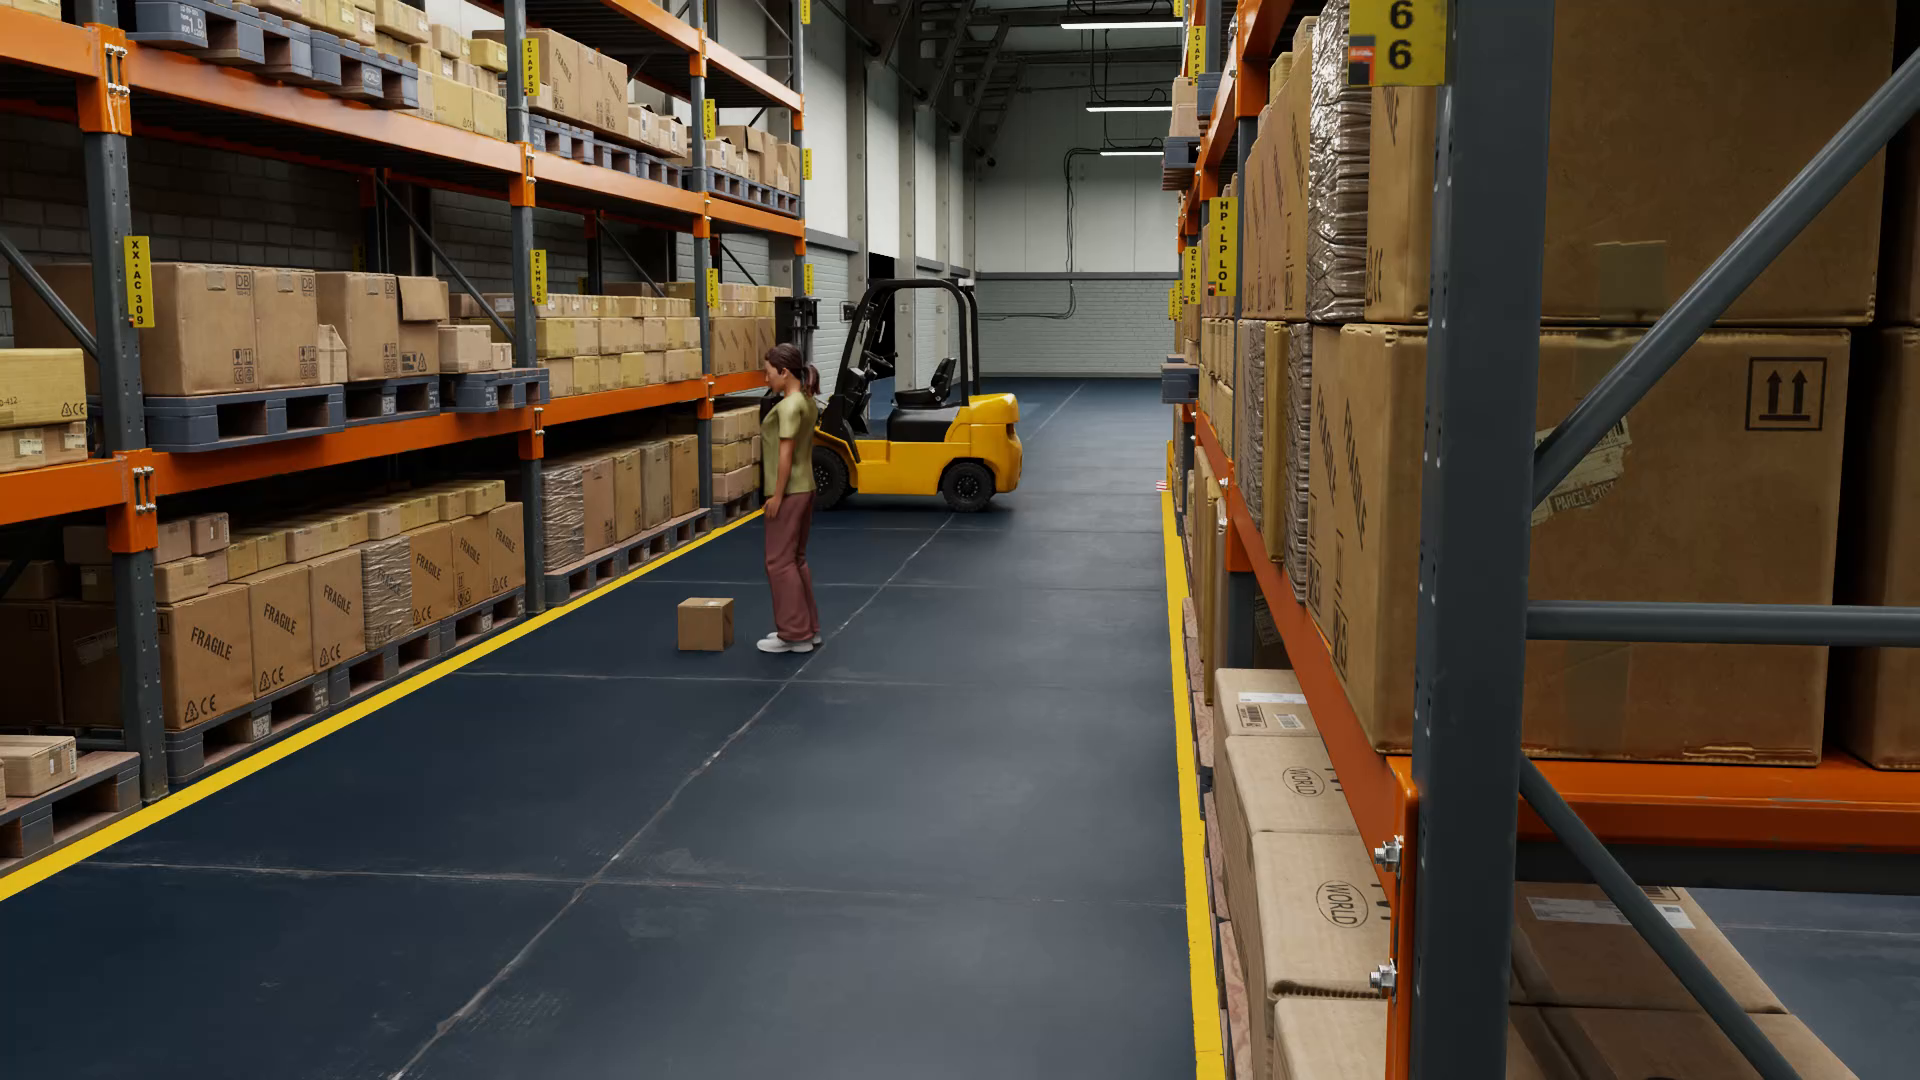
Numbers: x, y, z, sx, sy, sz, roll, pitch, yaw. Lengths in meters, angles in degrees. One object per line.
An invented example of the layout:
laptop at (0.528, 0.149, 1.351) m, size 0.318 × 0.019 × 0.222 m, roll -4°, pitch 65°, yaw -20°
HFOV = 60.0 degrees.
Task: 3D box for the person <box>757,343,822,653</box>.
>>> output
person at (-0.941, -0.227, 9.023) m, size 0.317 × 1.672 × 0.446 m, roll 1°, pitch 8°, yaw 7°
